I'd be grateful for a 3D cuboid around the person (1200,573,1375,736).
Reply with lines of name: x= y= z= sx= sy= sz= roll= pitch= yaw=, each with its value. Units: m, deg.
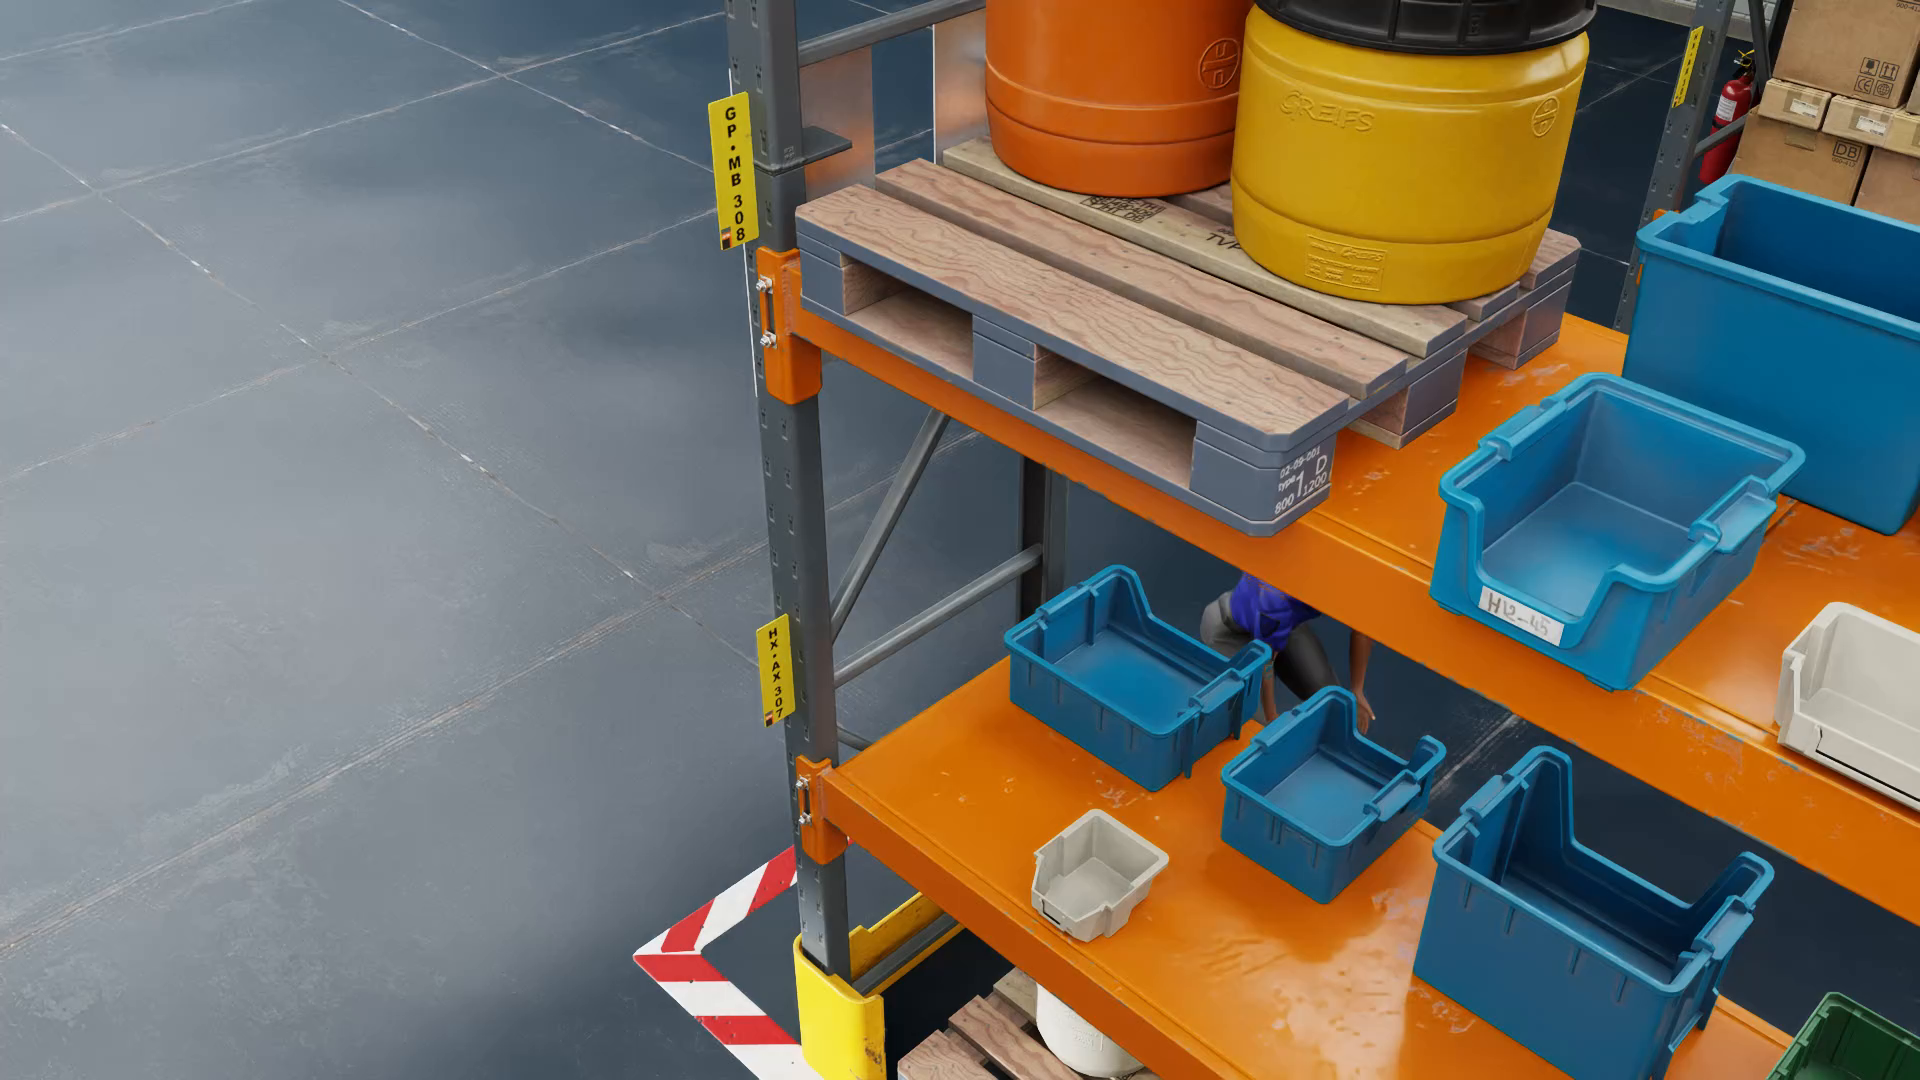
person: x=1.169 y=0.421 z=5.873 sx=0.496 sy=1.306 sz=0.669 roll=-15 pitch=38 yaw=-20
